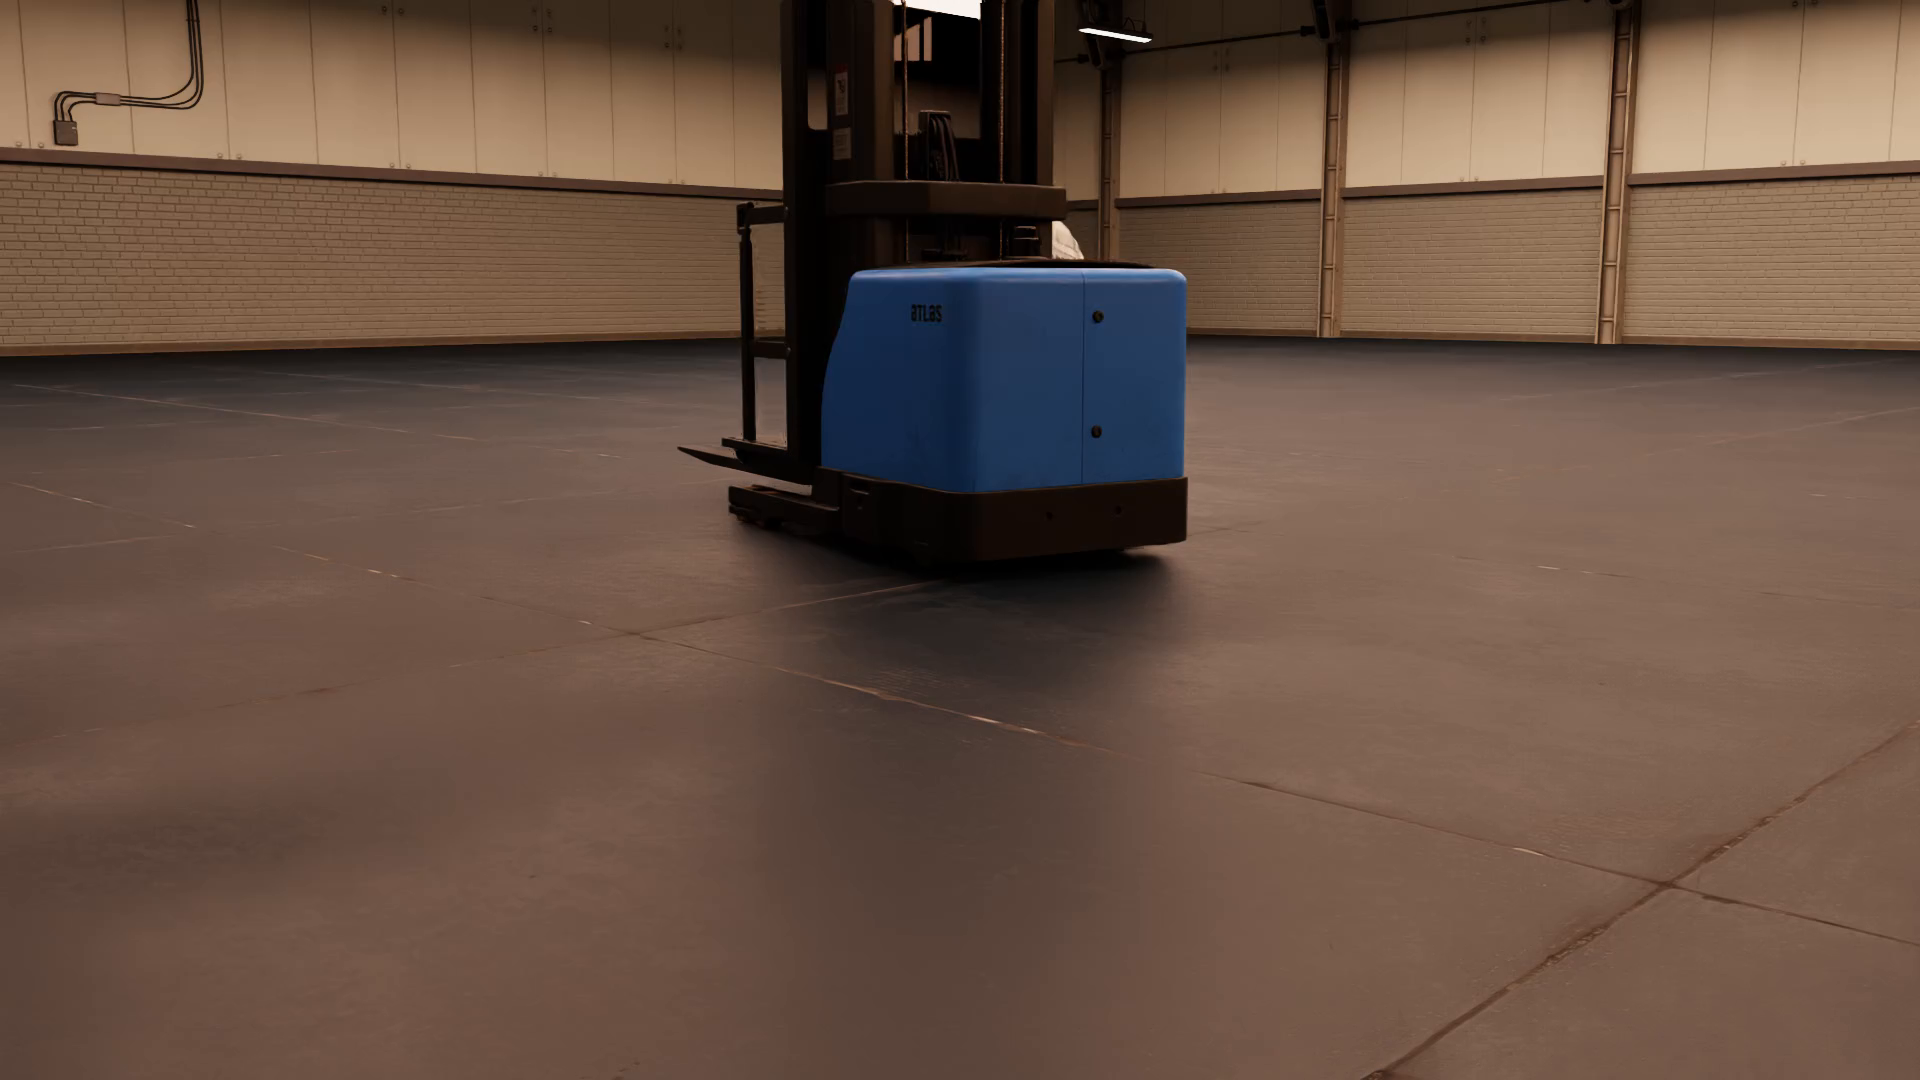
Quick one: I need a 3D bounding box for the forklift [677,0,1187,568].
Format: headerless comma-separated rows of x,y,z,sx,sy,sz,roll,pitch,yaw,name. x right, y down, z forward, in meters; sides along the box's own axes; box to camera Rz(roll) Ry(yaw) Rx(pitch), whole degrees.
-0.346,-1.528,7.024,1.130,2.935,3.031,-5,10,-31,forklift

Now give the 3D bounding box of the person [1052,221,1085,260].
0.429,-1.162,9.318,0.629,1.672,1.205,5,10,30,person
